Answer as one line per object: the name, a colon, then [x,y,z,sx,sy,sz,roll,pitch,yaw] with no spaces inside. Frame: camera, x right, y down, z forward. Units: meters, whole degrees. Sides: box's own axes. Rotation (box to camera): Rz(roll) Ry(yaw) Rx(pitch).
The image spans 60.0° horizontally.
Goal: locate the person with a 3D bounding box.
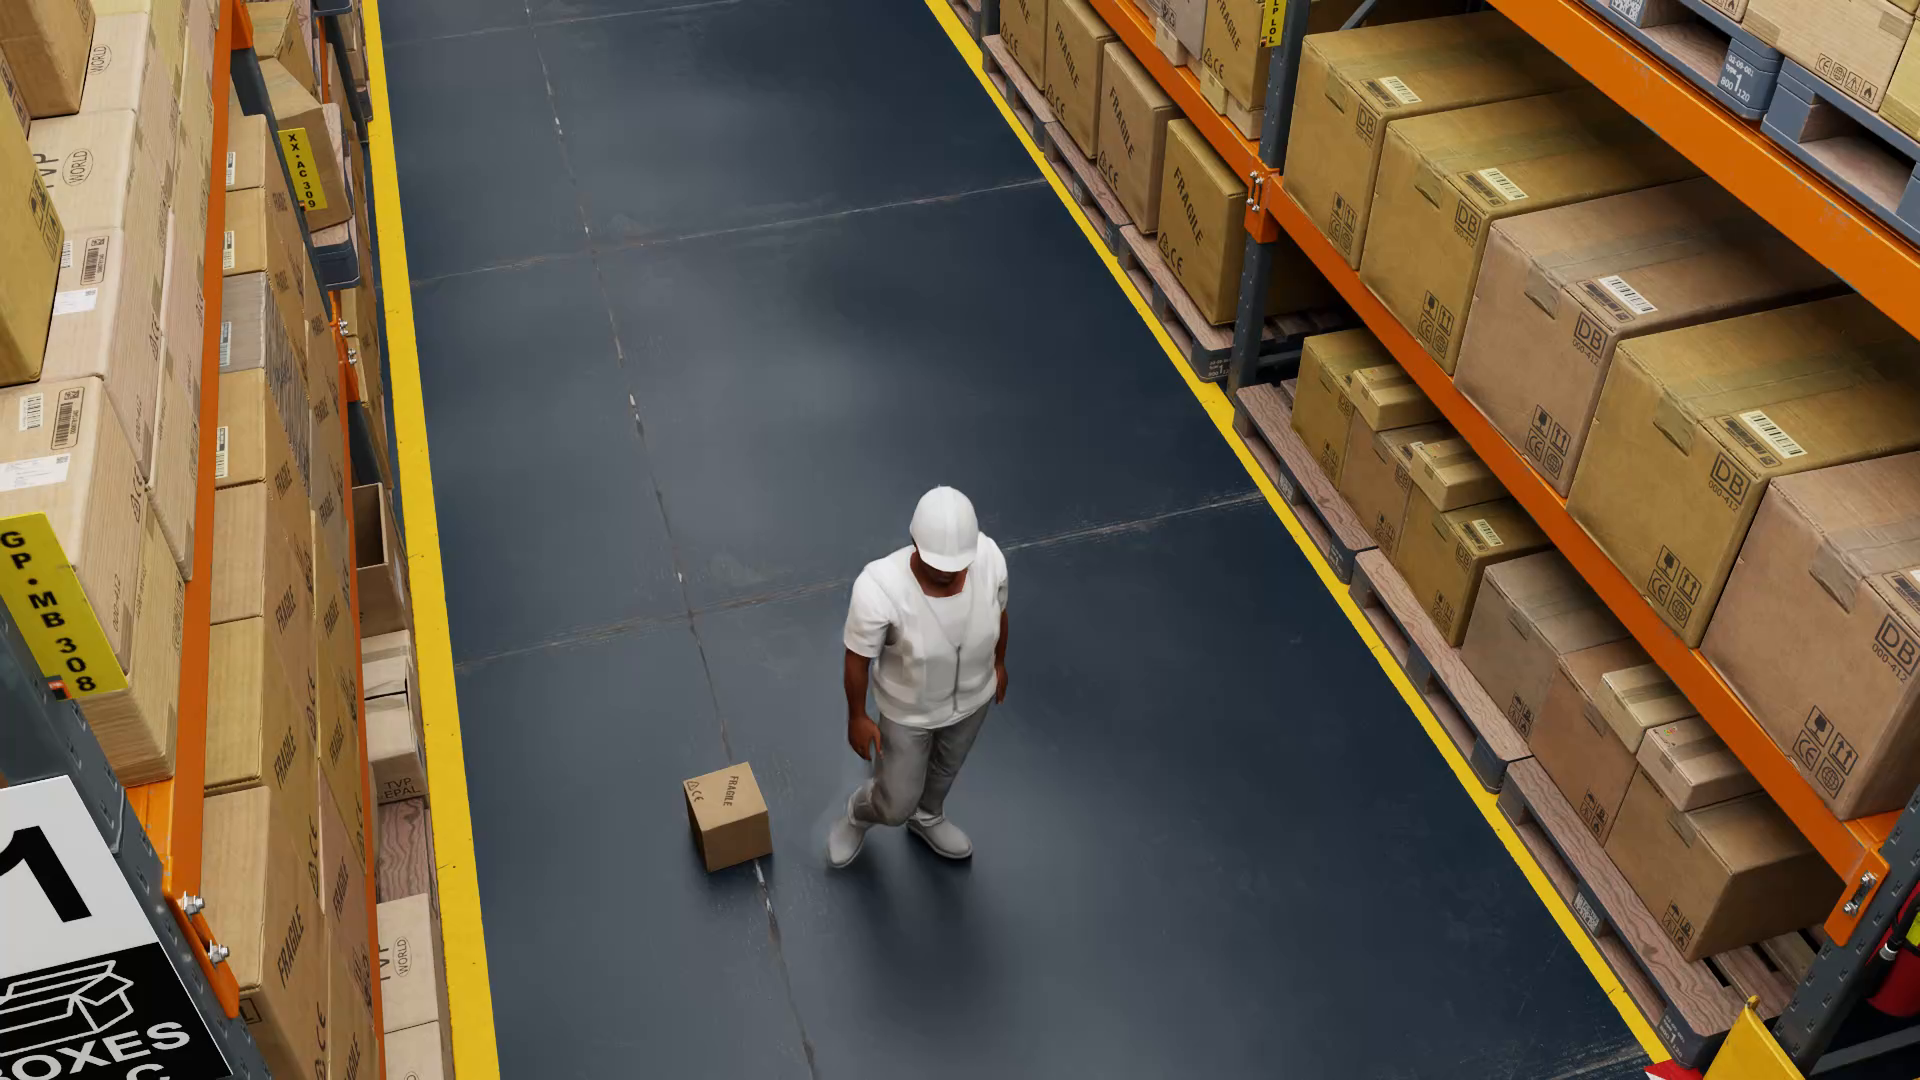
person: [-0.140,0.496,5.561,0.685,1.755,0.497,-21,46,-21]
